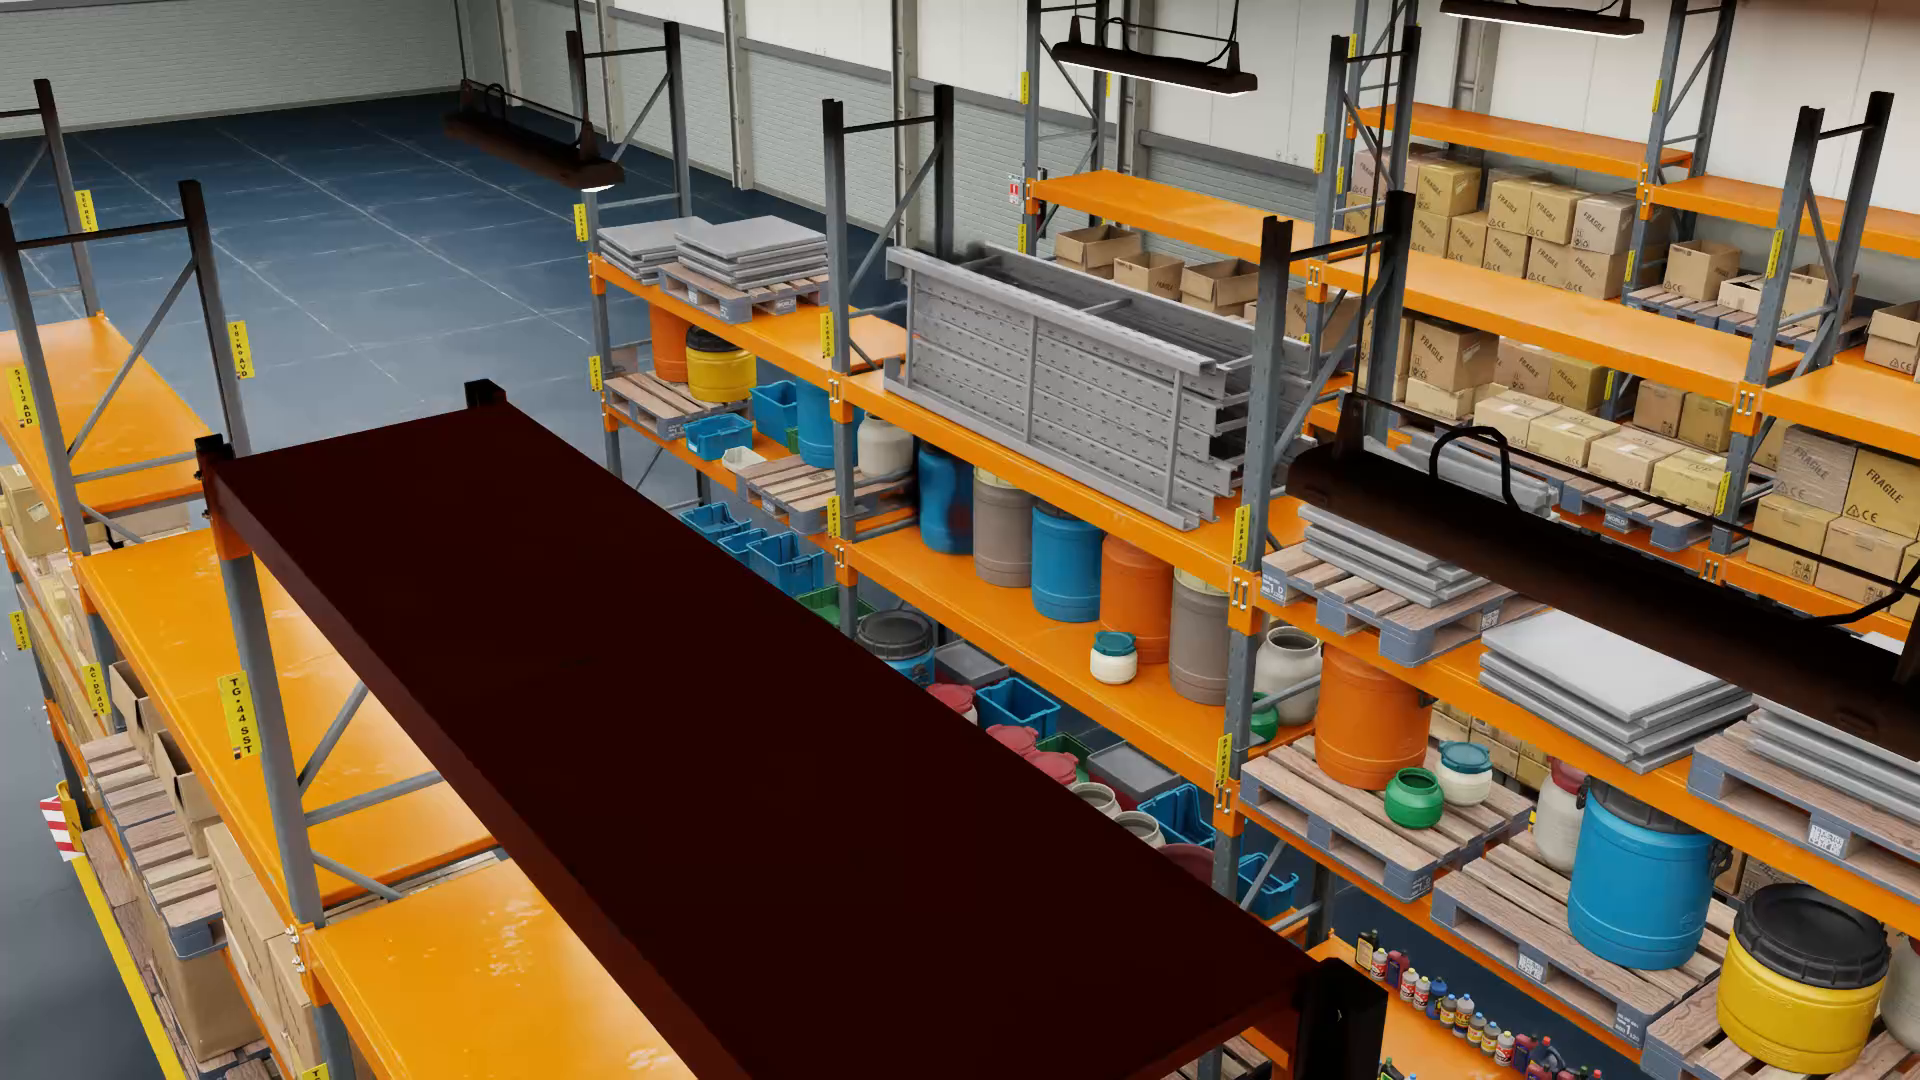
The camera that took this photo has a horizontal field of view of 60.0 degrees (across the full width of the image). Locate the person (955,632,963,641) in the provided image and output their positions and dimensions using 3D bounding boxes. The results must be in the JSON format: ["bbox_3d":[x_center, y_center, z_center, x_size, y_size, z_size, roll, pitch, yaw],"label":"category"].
[{"bbox_3d":[0.155,0.429,16.023,0.695,1.728,0.670,11,27,22],"label":"person"}]
